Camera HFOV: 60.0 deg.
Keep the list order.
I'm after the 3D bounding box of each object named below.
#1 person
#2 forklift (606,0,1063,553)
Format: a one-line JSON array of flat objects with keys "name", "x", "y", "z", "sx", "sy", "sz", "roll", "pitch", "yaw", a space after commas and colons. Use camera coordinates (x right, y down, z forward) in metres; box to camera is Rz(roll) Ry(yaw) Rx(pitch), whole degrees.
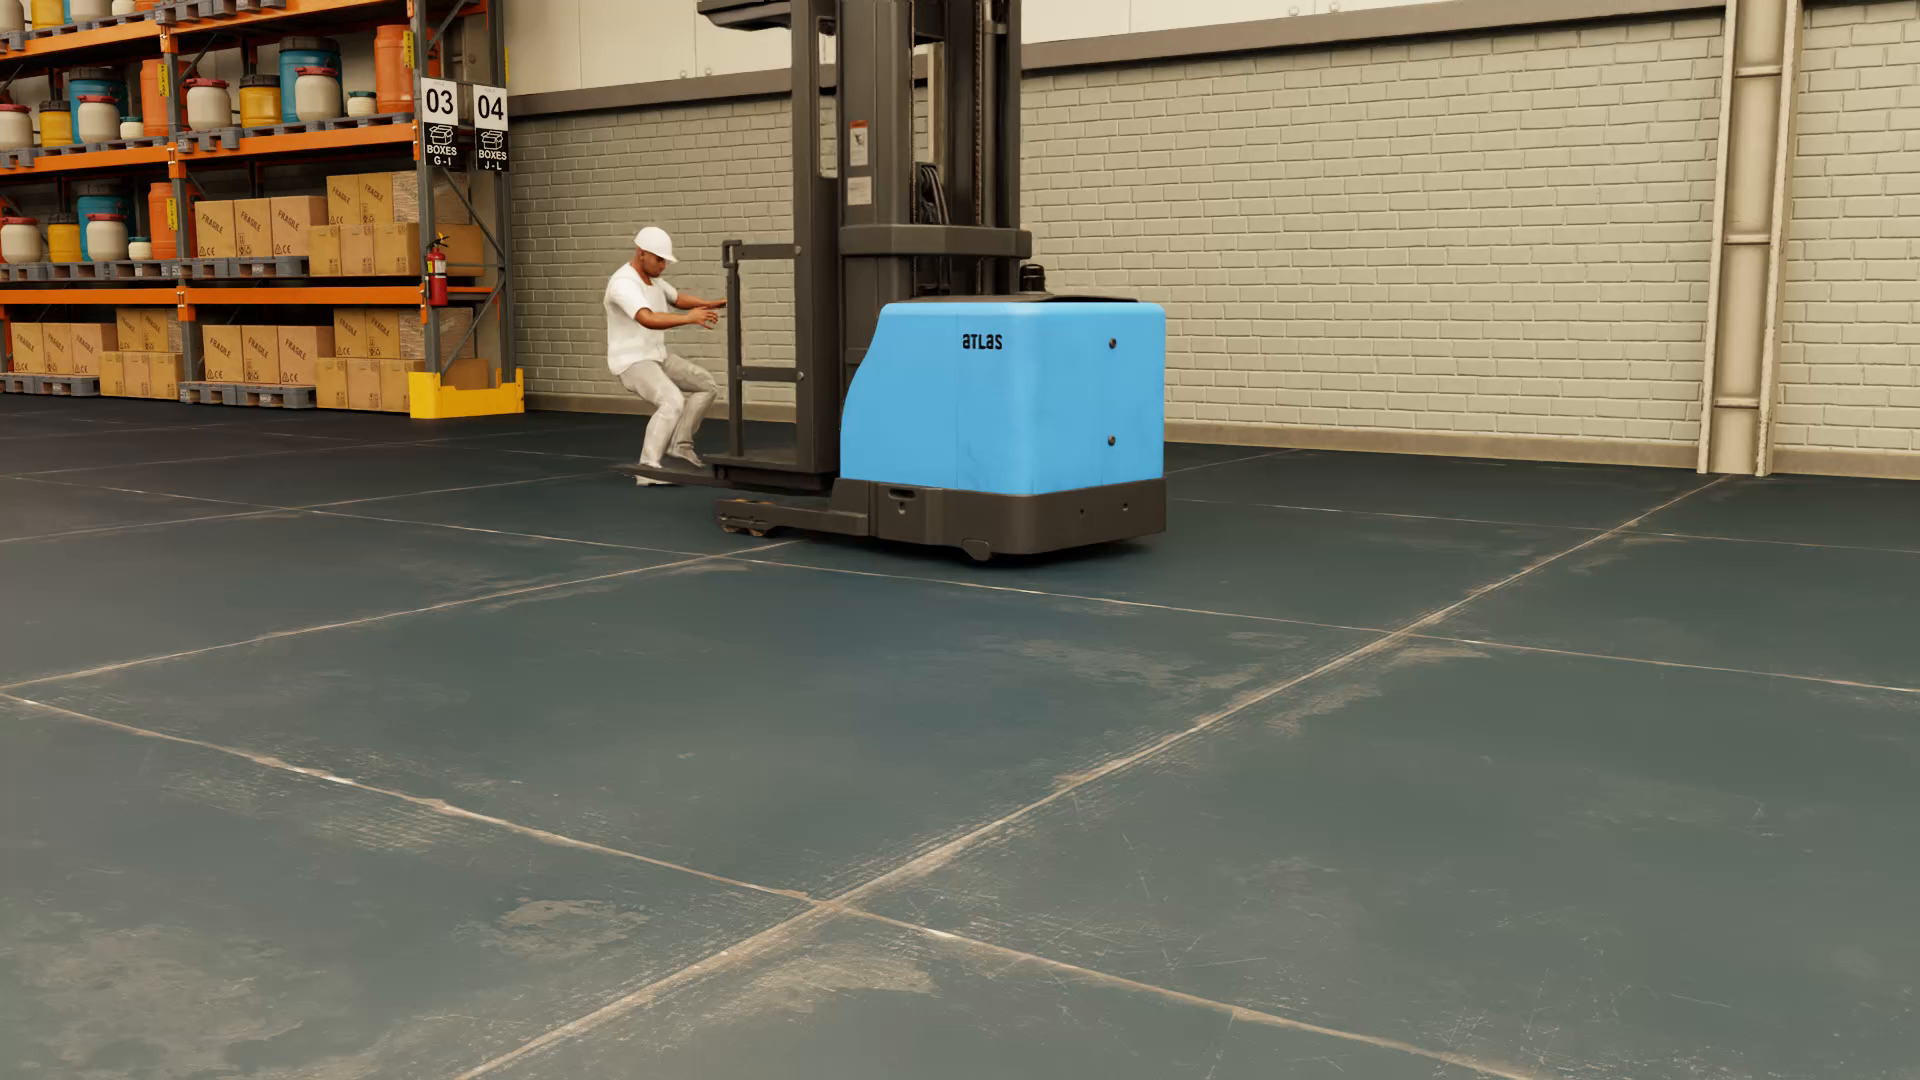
[{"name": "person", "x": -1.767, "y": -1.144, "z": 10.227, "sx": 0.766, "sy": 1.534, "sz": 1.037, "roll": 2, "pitch": 8, "yaw": 13}, {"name": "forklift", "x": -0.517, "y": -1.513, "z": 7.830, "sx": 3.031, "sy": 2.935, "sz": 1.121, "roll": 7, "pitch": 11, "yaw": 42}]
